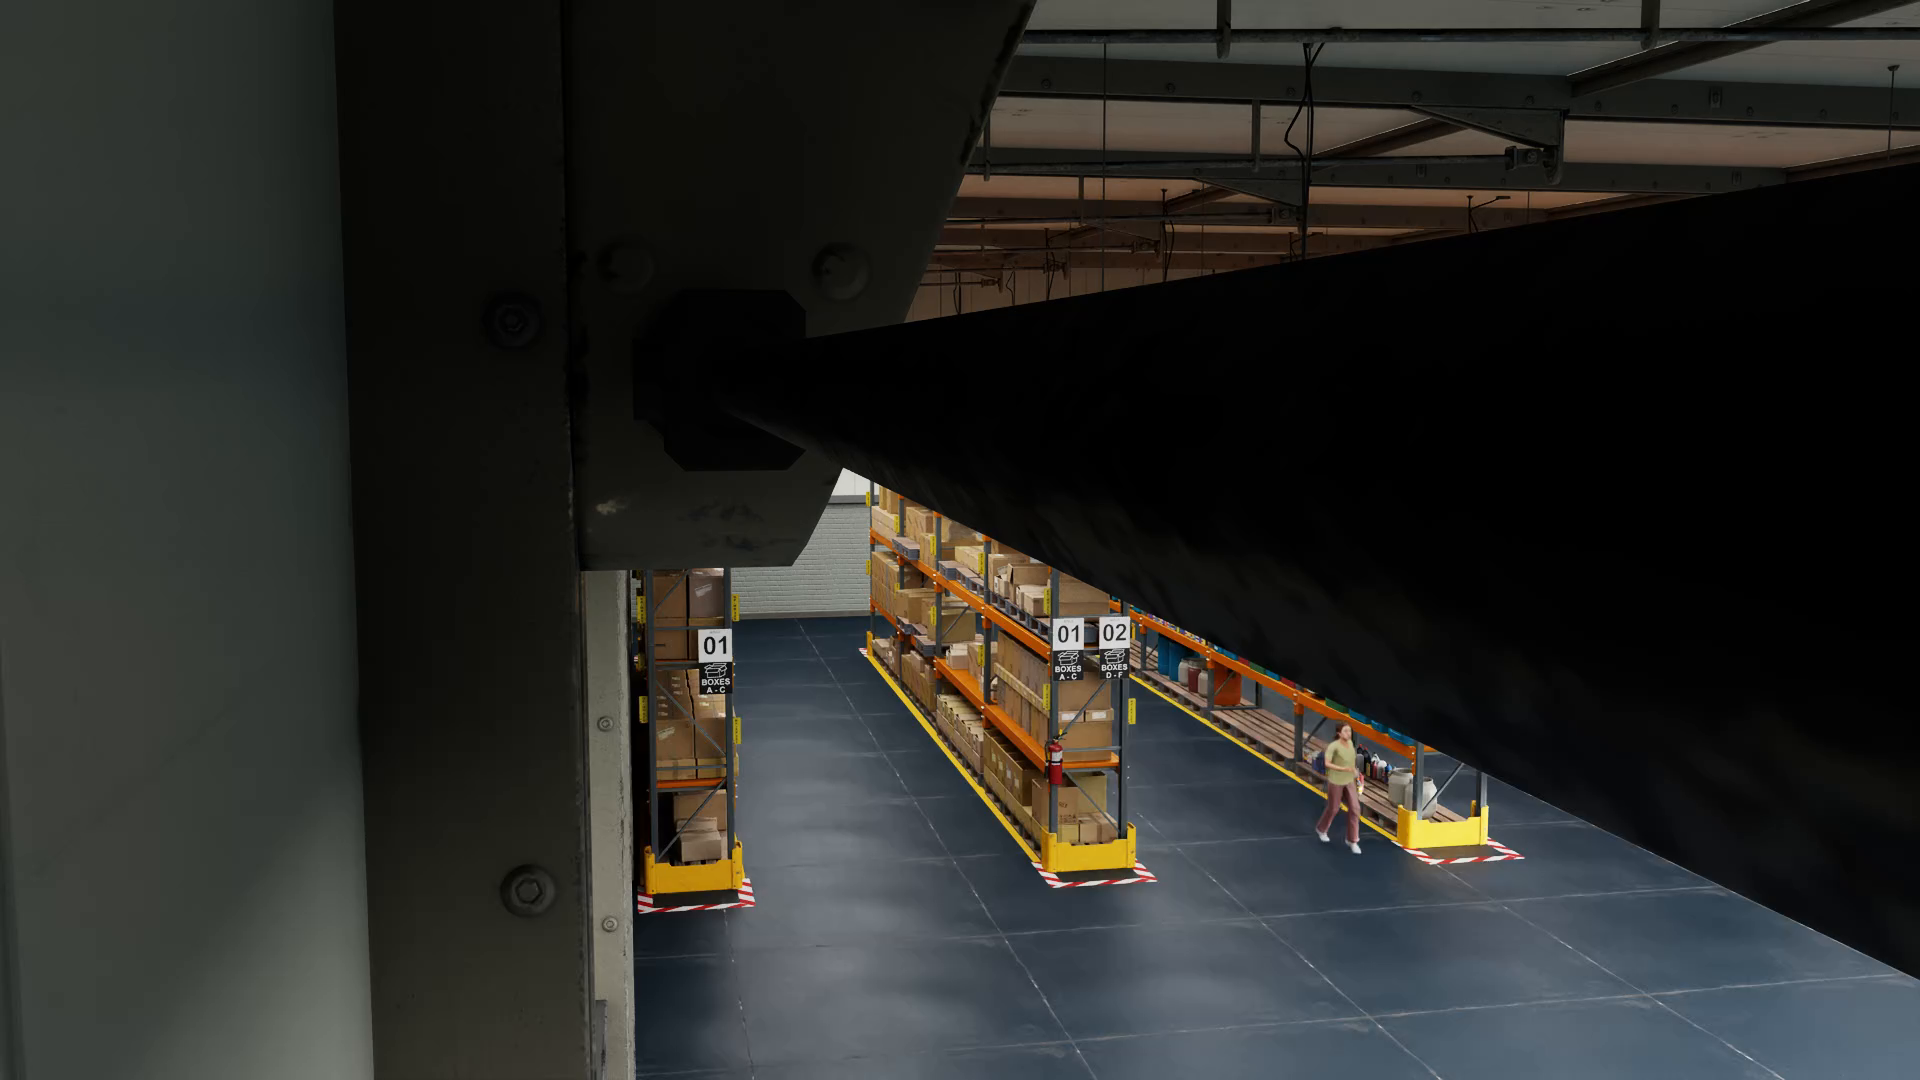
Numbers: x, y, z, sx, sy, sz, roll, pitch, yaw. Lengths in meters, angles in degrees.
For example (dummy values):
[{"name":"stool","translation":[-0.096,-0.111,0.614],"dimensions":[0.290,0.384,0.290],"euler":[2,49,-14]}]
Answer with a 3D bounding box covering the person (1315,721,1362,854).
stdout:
[{"name":"person","translation":[4.991,3.226,21.866],"dimensions":[0.588,1.734,0.772],"euler":[-3,7,-26]}]
